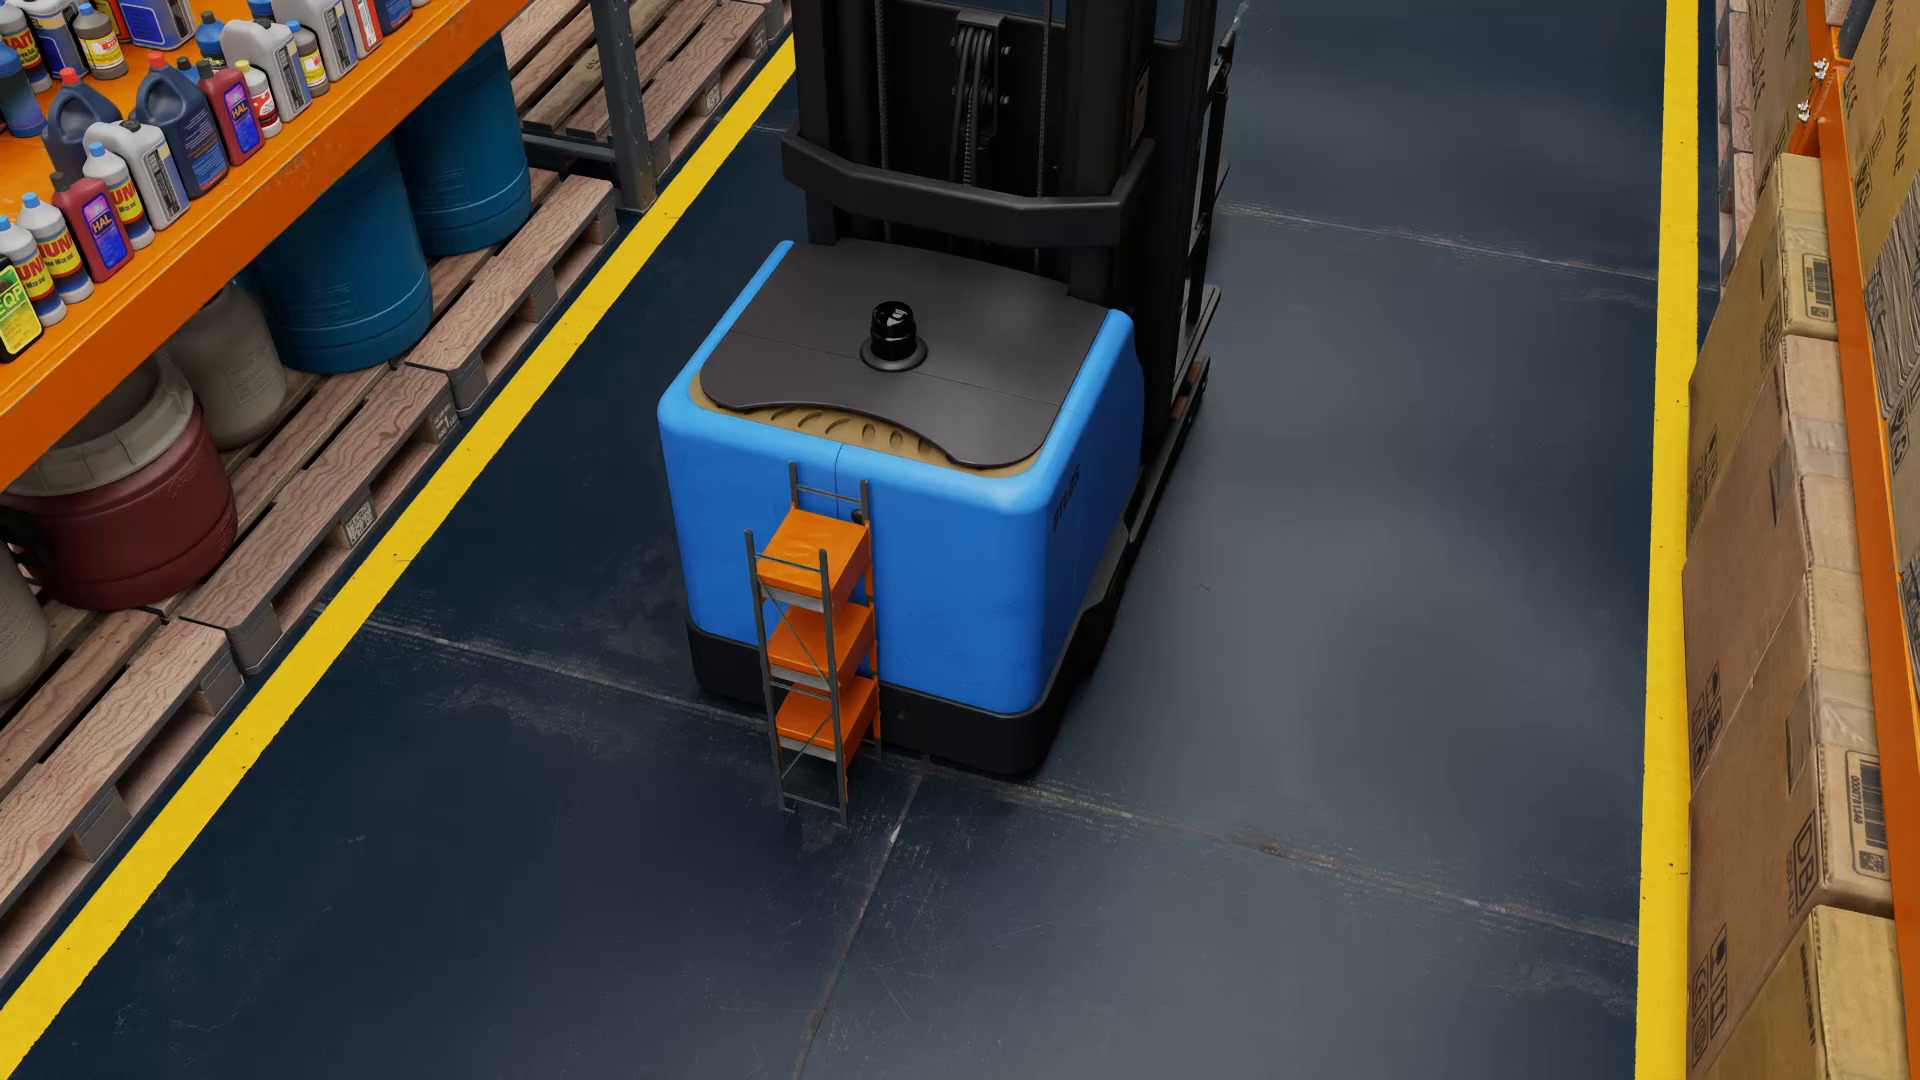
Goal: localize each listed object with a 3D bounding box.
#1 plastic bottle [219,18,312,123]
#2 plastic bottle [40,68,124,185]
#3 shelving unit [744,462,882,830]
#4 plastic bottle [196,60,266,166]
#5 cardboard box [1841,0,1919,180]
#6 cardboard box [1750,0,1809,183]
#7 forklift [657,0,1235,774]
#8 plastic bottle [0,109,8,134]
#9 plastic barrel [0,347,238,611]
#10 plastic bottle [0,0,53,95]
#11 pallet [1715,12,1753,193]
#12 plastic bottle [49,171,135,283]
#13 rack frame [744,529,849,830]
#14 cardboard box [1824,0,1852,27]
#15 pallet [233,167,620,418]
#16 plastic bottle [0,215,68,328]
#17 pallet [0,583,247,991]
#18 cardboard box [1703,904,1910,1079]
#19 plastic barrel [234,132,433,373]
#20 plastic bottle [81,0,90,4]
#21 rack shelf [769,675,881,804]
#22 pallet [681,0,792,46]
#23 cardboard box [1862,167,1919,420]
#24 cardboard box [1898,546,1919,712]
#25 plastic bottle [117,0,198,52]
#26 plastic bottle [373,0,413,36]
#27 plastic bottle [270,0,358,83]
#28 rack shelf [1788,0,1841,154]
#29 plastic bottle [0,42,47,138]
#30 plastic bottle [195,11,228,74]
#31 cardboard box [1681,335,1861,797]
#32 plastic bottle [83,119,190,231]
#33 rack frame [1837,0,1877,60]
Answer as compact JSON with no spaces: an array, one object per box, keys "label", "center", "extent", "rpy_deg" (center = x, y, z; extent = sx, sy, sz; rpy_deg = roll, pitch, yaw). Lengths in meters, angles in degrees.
[{"label":"plastic bottle","center":[-1.887,-1.296,4.519],"extent":[0.152,0.276,0.135],"rpy_deg":[13,46,13]},{"label":"plastic bottle","center":[-2.187,-1.004,4.167],"extent":[0.144,0.351,0.185],"rpy_deg":[13,46,13]},{"label":"shelving unit","center":[-0.353,0.296,4.197],"extent":[0.215,1.050,0.252],"rpy_deg":[14,46,14]},{"label":"plastic bottle","center":[-1.914,-1.135,4.349],"extent":[0.061,0.283,0.133],"rpy_deg":[13,46,13]},{"label":"cardboard box","center":[2.641,-1.229,4.289],"extent":[0.500,0.500,0.500],"rpy_deg":[13,46,13]},{"label":"cardboard box","center":[3.568,-1.860,6.225],"extent":[0.875,0.875,0.875],"rpy_deg":[13,46,13]},{"label":"forklift","center":[0.213,-1.462,4.648],"extent":[1.130,2.935,3.031],"rpy_deg":[14,46,14]},{"label":"plastic bottle","center":[-2.666,-1.243,4.411],"extent":[0.144,0.351,0.185],"rpy_deg":[13,46,13]},{"label":"plastic barrel","center":[-2.439,-0.200,4.734],"extent":[0.600,0.588,0.708],"rpy_deg":[13,46,13]},{"label":"plastic bottle","center":[-2.617,-1.379,4.606],"extent":[0.097,0.271,0.097],"rpy_deg":[0,44,0]},{"label":"pallet","center":[3.691,-1.756,6.894],"extent":[1.003,0.211,1.213],"rpy_deg":[13,46,12]},{"label":"plastic bottle","center":[-2.080,-0.768,3.974],"extent":[0.061,0.283,0.133],"rpy_deg":[13,46,13]},{"label":"rack frame","center":[-0.394,0.376,4.115],"extent":[0.200,1.050,0.008],"rpy_deg":[14,46,14]},{"label":"cardboard box","center":[2.799,-1.629,4.950],"extent":[0.380,0.149,0.250],"rpy_deg":[13,46,13]},{"label":"pallet","center":[-1.975,-0.994,6.114],"extent":[1.003,0.211,1.213],"rpy_deg":[13,46,13]},{"label":"plastic bottle","center":[-2.162,-0.626,3.837],"extent":[0.097,0.271,0.097],"rpy_deg":[0,44,0]},{"label":"pallet","center":[-2.714,0.633,4.452],"extent":[1.003,0.211,1.213],"rpy_deg":[13,46,13]},{"label":"cardboard box","center":[2.036,1.373,2.921],"extent":[1.225,0.875,0.875],"rpy_deg":[11,45,11]},{"label":"plastic barrel","center":[-2.097,-1.065,5.394],"extent":[0.600,0.901,0.708],"rpy_deg":[13,46,13]},{"label":"plastic bottle","center":[-2.546,-1.508,4.789],"extent":[0.097,0.201,0.097],"rpy_deg":[0,44,0]},{"label":"rack shelf","center":[-0.353,0.502,4.399],"extent":[0.215,0.259,0.240],"rpy_deg":[14,46,14]},{"label":"pallet","center":[-1.148,-2.813,7.974],"extent":[1.003,0.211,1.213],"rpy_deg":[13,46,13]},{"label":"cardboard box","center":[2.338,-0.560,3.606],"extent":[0.500,0.500,0.500],"rpy_deg":[12,46,12]},{"label":"cardboard box","center":[2.032,0.125,2.907],"extent":[0.500,0.500,0.500],"rpy_deg":[11,45,11]},{"label":"plastic bottle","center":[-2.340,-1.574,4.803],"extent":[0.152,0.276,0.135],"rpy_deg":[13,46,13]},{"label":"plastic bottle","center":[-1.724,-1.673,4.850],"extent":[0.144,0.351,0.185],"rpy_deg":[13,46,13]},{"label":"plastic bottle","center":[-1.817,-1.451,4.677],"extent":[0.152,0.276,0.135],"rpy_deg":[13,46,13]},{"label":"rack shelf","center":[3.625,-2.523,6.198],"extent":[1.077,0.370,4.000],"rpy_deg":[13,46,13]},{"label":"plastic bottle","center":[-2.538,-1.218,4.442],"extent":[0.097,0.271,0.097],"rpy_deg":[0,44,0]},{"label":"plastic bottle","center":[-2.012,-1.309,4.535],"extent":[0.097,0.271,0.097],"rpy_deg":[0,44,0]},{"label":"cardboard box","center":[2.574,0.189,4.131],"extent":[1.225,0.875,0.875],"rpy_deg":[11,45,11]},{"label":"plastic bottle","center":[-2.054,-0.930,4.144],"extent":[0.152,0.276,0.135],"rpy_deg":[13,46,13]},{"label":"rack frame","center":[3.019,-1.447,4.584],"extent":[1.000,3.000,0.127],"rpy_deg":[13,46,13]}]
